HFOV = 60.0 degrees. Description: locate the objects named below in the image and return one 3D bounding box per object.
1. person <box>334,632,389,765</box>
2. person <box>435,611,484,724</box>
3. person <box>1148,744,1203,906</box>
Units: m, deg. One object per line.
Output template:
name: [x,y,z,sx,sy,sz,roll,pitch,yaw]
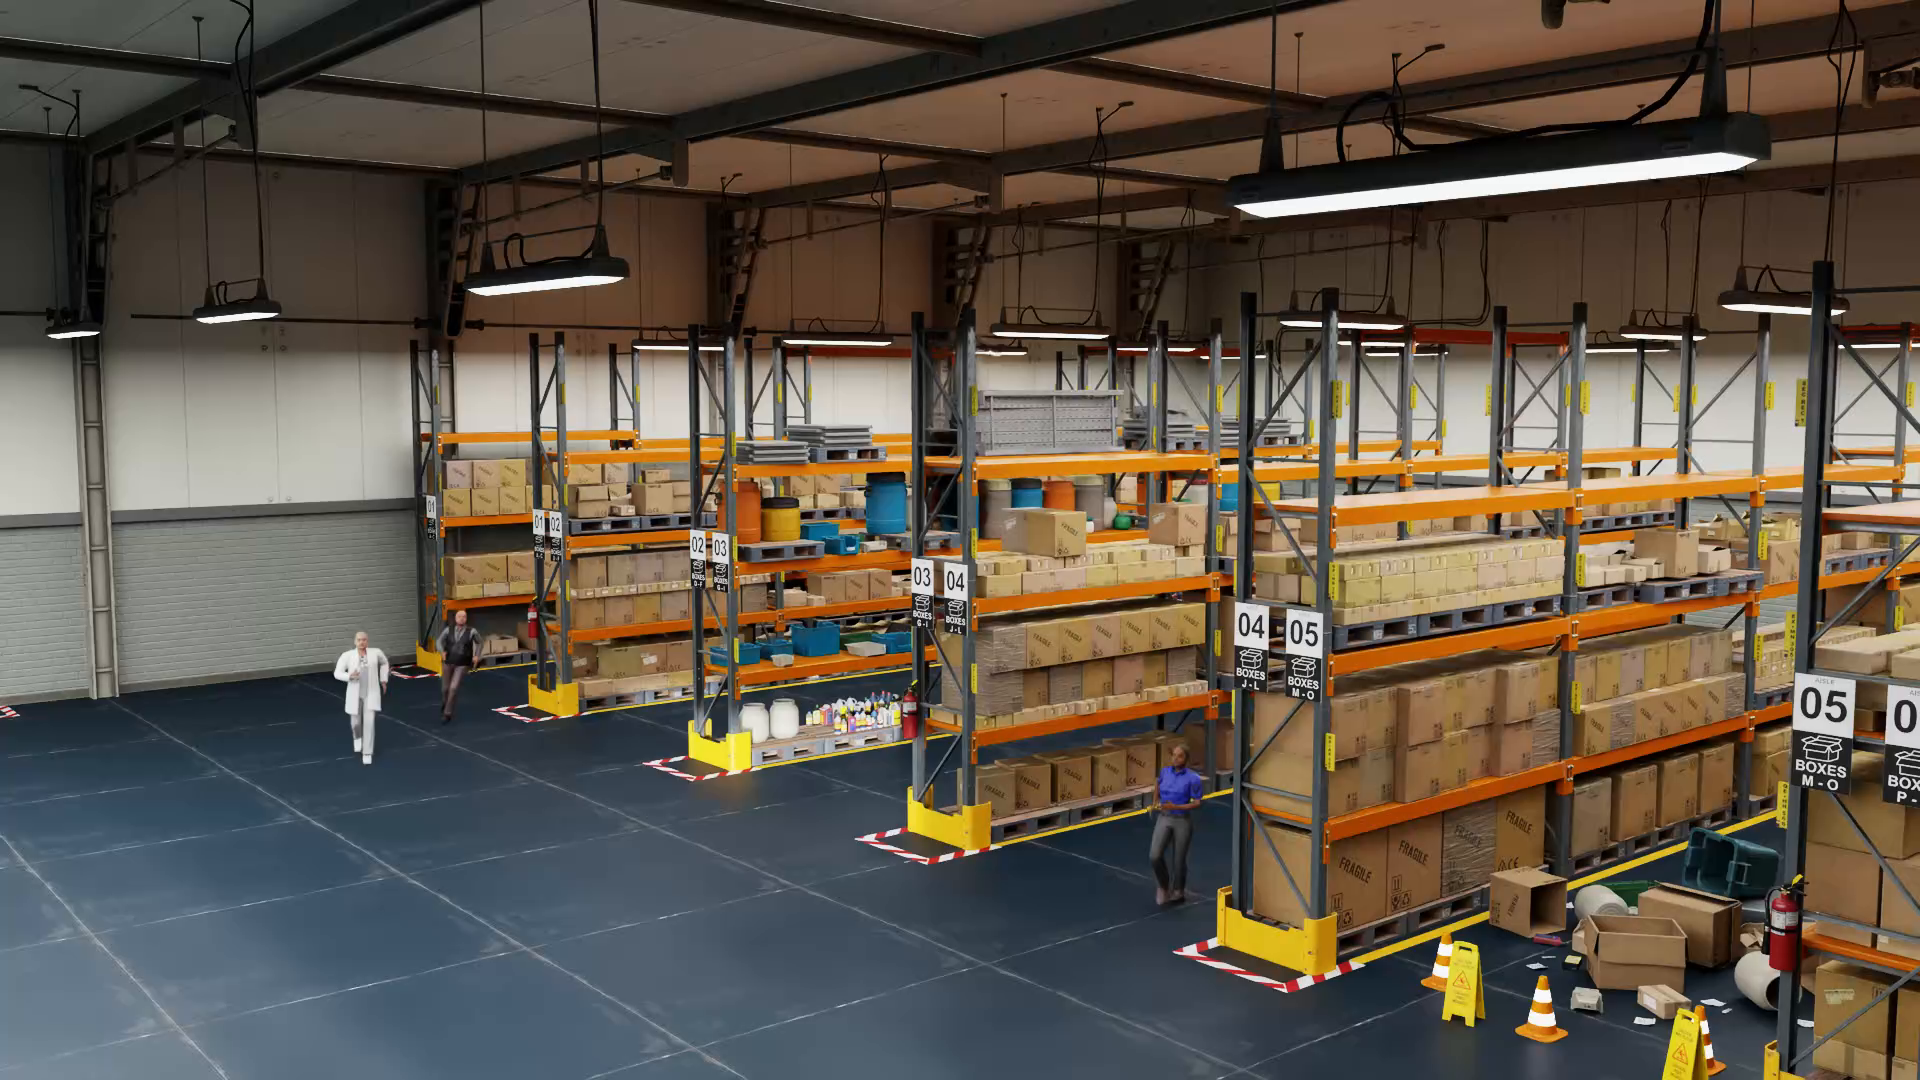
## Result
person: [-8.237,2.137,22.927,0.713,1.767,1.001,-2,6,-21]
person: [-7.767,1.936,25.749,0.719,1.681,0.931,0,5,-4]
person: [2.131,2.829,16.504,0.568,1.628,0.645,2,6,24]
